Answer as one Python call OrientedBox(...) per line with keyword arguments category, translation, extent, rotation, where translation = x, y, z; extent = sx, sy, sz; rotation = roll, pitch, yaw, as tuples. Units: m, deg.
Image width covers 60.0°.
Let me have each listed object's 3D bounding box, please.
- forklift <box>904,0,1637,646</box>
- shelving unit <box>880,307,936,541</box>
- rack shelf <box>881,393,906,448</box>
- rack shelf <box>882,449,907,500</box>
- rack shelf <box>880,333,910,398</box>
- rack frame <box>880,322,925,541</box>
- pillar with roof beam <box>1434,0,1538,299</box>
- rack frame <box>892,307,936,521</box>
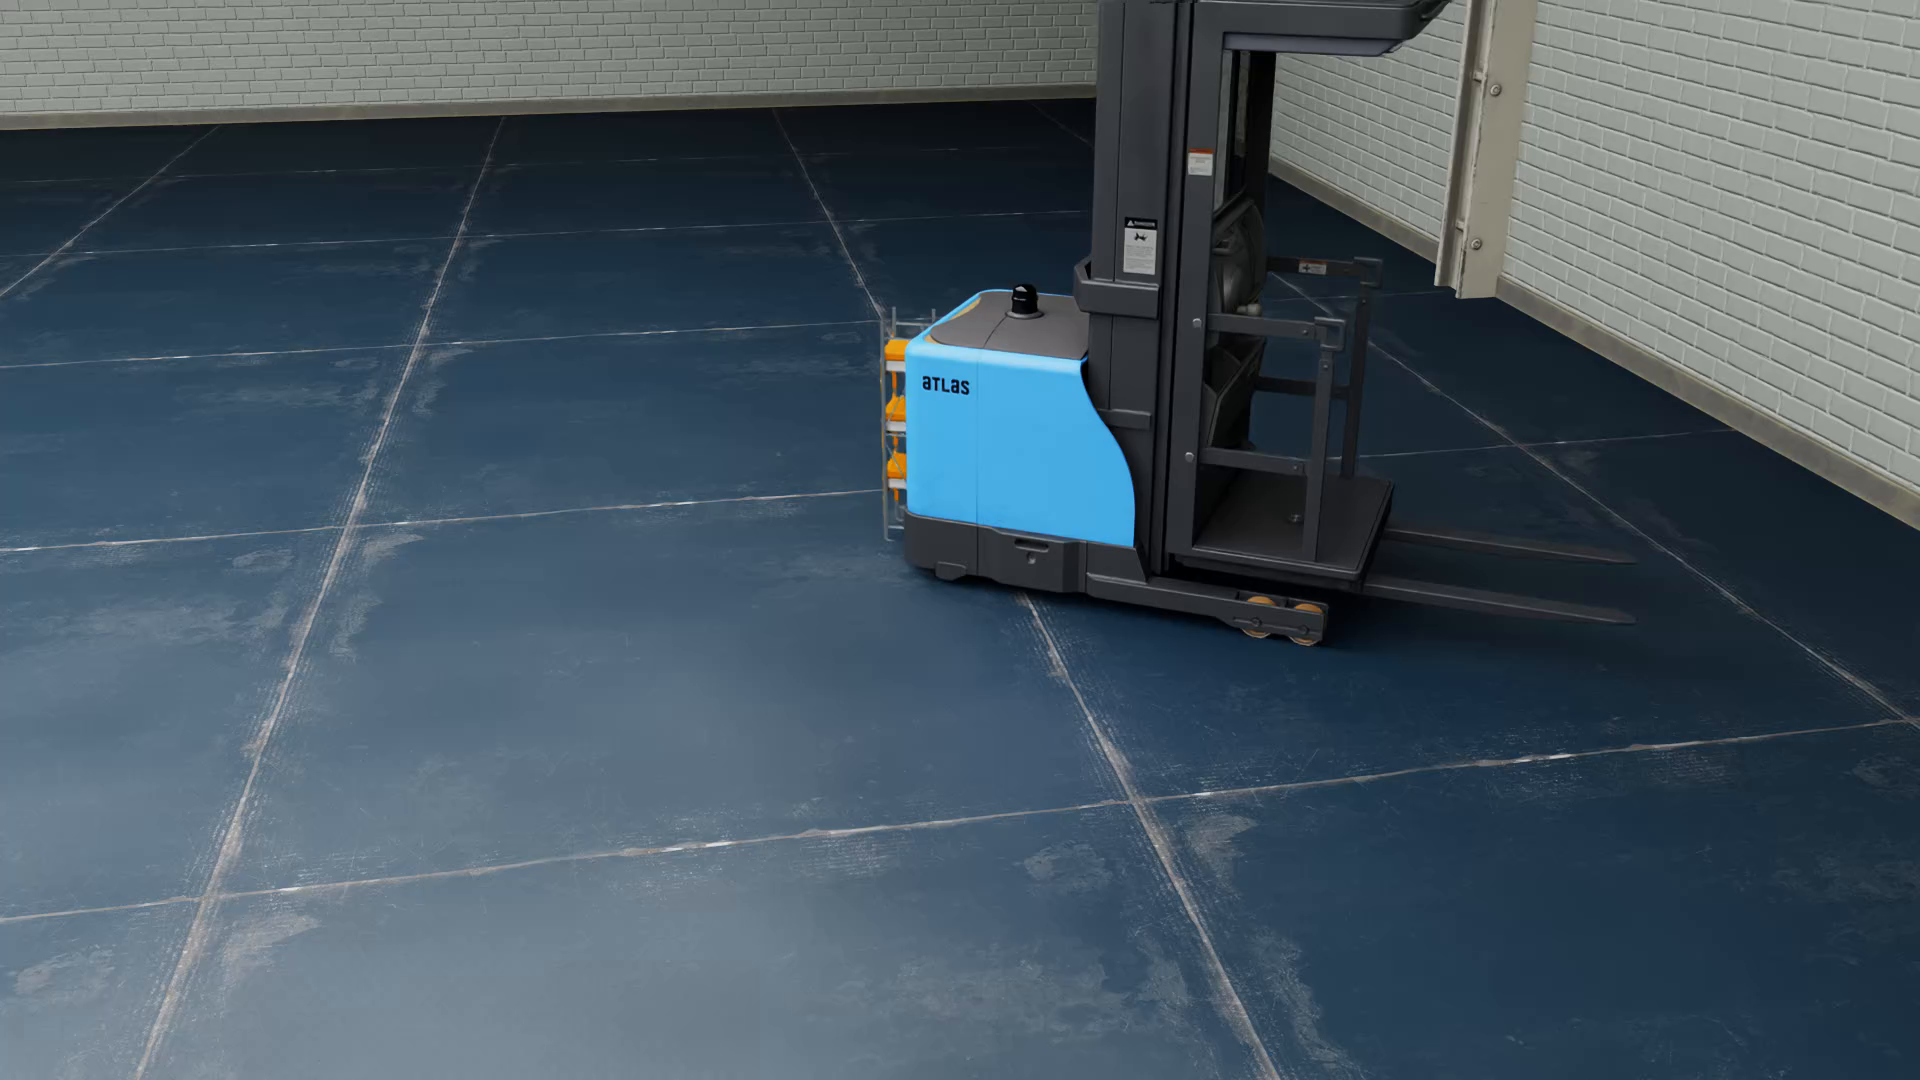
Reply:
OrientedBox(category="forklift", translation=(1.325, -1.155, 6.732), extent=(3.031, 2.935, 1.130), rotation=(9, 25, 19))
OrientedBox(category="shelving unit", translation=(-0.230, -0.520, 7.629), extent=(0.215, 1.050, 0.252), rotation=(4, 24, 9))
OrientedBox(category="rack shelf", translation=(-0.230, -0.510, 7.633), extent=(0.215, 0.259, 0.240), rotation=(4, 24, 9))
OrientedBox(category="rack shelf", translation=(-0.230, -0.255, 7.744), extent=(0.215, 0.259, 0.240), rotation=(4, 24, 9))
OrientedBox(category="rack shelf", translation=(-0.230, -0.770, 7.519), extent=(0.215, 0.259, 0.240), rotation=(4, 24, 9))
OrientedBox(category="rack frame", translation=(-0.252, -0.472, 7.519), extent=(0.200, 1.050, 0.008), rotation=(4, 24, 9))
OrientedBox(category="pillar with roof beam", translation=(-0.635, -5.579, 9.281), extent=(9.100, 9.000, 0.400), rotation=(-4, 24, -10))
OrientedBox(category="rack frame", translation=(-0.208, -0.568, 7.739), extent=(0.200, 1.050, 0.008), rotation=(4, 24, 9))
